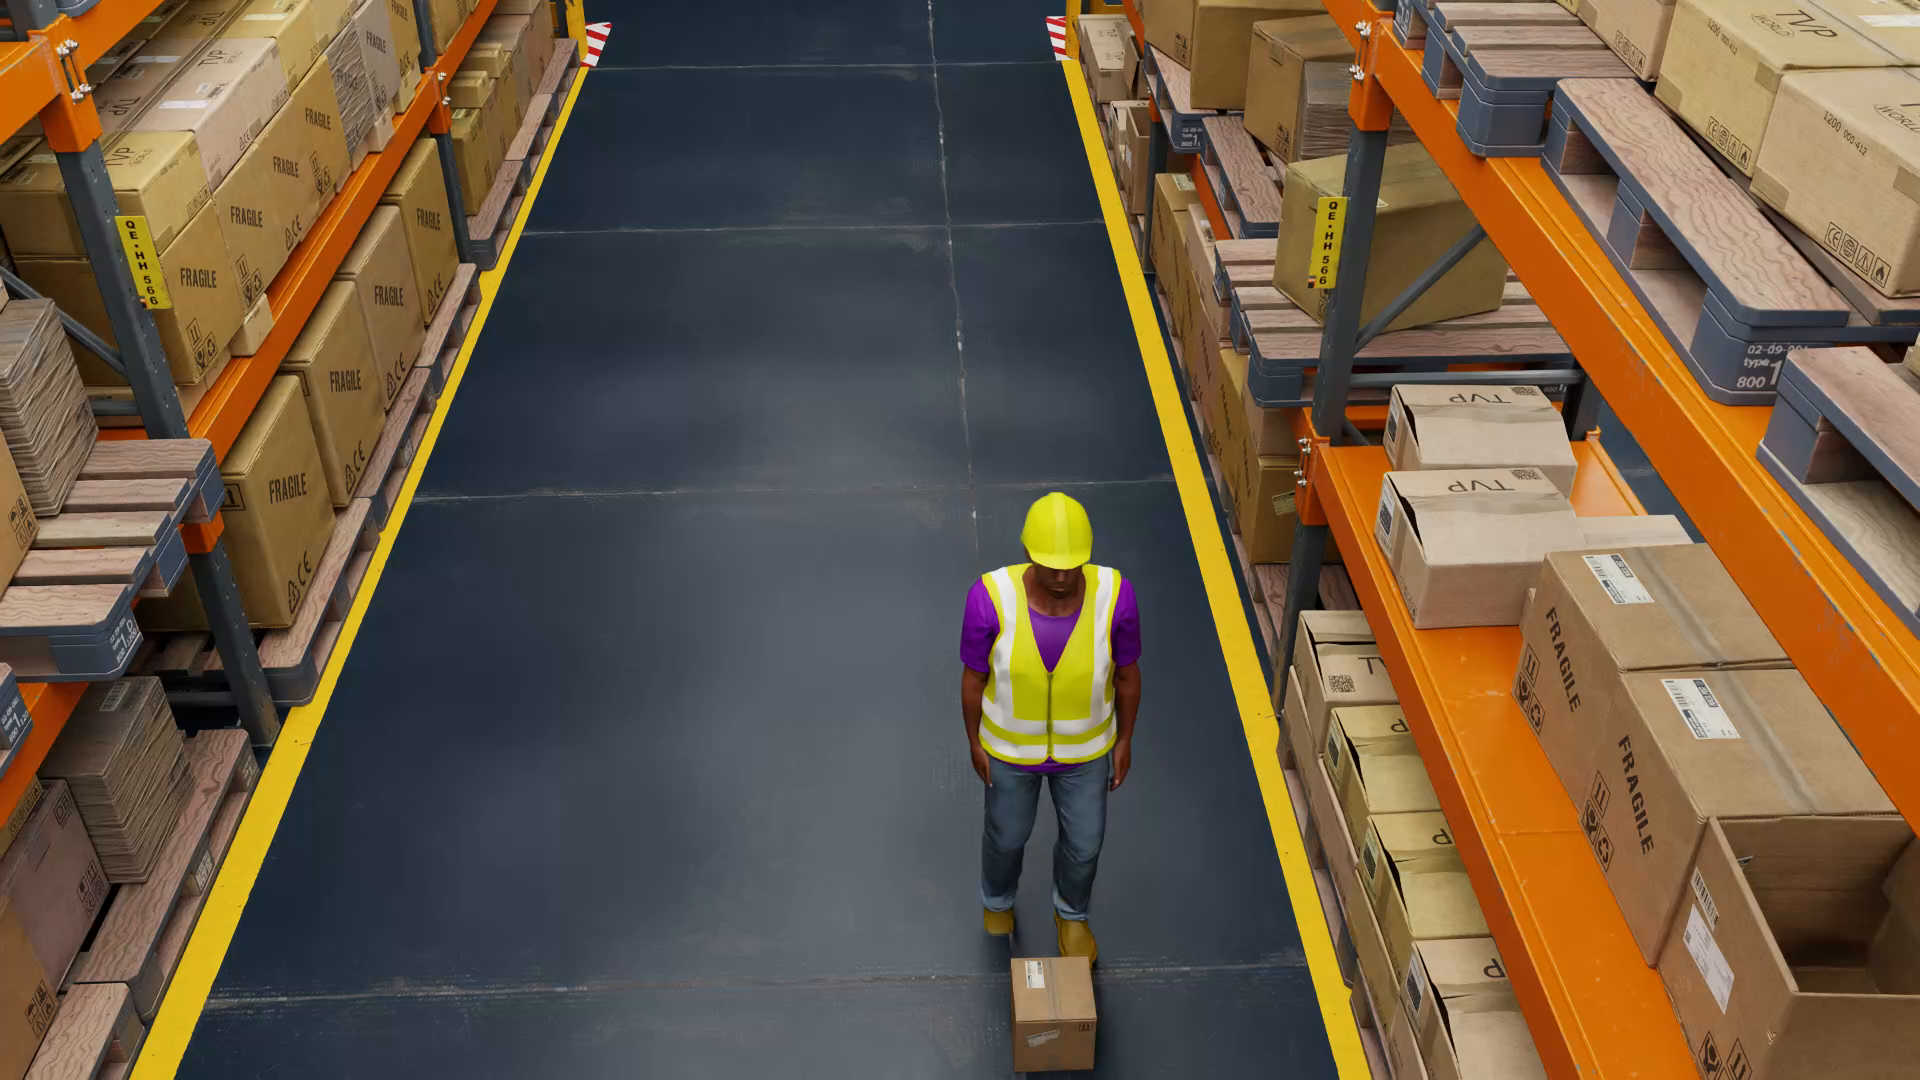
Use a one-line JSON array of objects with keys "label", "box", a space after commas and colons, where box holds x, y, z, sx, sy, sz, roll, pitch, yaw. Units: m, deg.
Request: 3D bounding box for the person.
[{"label": "person", "box": [0.282, 0.659, 5.255, 0.562, 1.824, 0.397, -1, 35, -2]}]
